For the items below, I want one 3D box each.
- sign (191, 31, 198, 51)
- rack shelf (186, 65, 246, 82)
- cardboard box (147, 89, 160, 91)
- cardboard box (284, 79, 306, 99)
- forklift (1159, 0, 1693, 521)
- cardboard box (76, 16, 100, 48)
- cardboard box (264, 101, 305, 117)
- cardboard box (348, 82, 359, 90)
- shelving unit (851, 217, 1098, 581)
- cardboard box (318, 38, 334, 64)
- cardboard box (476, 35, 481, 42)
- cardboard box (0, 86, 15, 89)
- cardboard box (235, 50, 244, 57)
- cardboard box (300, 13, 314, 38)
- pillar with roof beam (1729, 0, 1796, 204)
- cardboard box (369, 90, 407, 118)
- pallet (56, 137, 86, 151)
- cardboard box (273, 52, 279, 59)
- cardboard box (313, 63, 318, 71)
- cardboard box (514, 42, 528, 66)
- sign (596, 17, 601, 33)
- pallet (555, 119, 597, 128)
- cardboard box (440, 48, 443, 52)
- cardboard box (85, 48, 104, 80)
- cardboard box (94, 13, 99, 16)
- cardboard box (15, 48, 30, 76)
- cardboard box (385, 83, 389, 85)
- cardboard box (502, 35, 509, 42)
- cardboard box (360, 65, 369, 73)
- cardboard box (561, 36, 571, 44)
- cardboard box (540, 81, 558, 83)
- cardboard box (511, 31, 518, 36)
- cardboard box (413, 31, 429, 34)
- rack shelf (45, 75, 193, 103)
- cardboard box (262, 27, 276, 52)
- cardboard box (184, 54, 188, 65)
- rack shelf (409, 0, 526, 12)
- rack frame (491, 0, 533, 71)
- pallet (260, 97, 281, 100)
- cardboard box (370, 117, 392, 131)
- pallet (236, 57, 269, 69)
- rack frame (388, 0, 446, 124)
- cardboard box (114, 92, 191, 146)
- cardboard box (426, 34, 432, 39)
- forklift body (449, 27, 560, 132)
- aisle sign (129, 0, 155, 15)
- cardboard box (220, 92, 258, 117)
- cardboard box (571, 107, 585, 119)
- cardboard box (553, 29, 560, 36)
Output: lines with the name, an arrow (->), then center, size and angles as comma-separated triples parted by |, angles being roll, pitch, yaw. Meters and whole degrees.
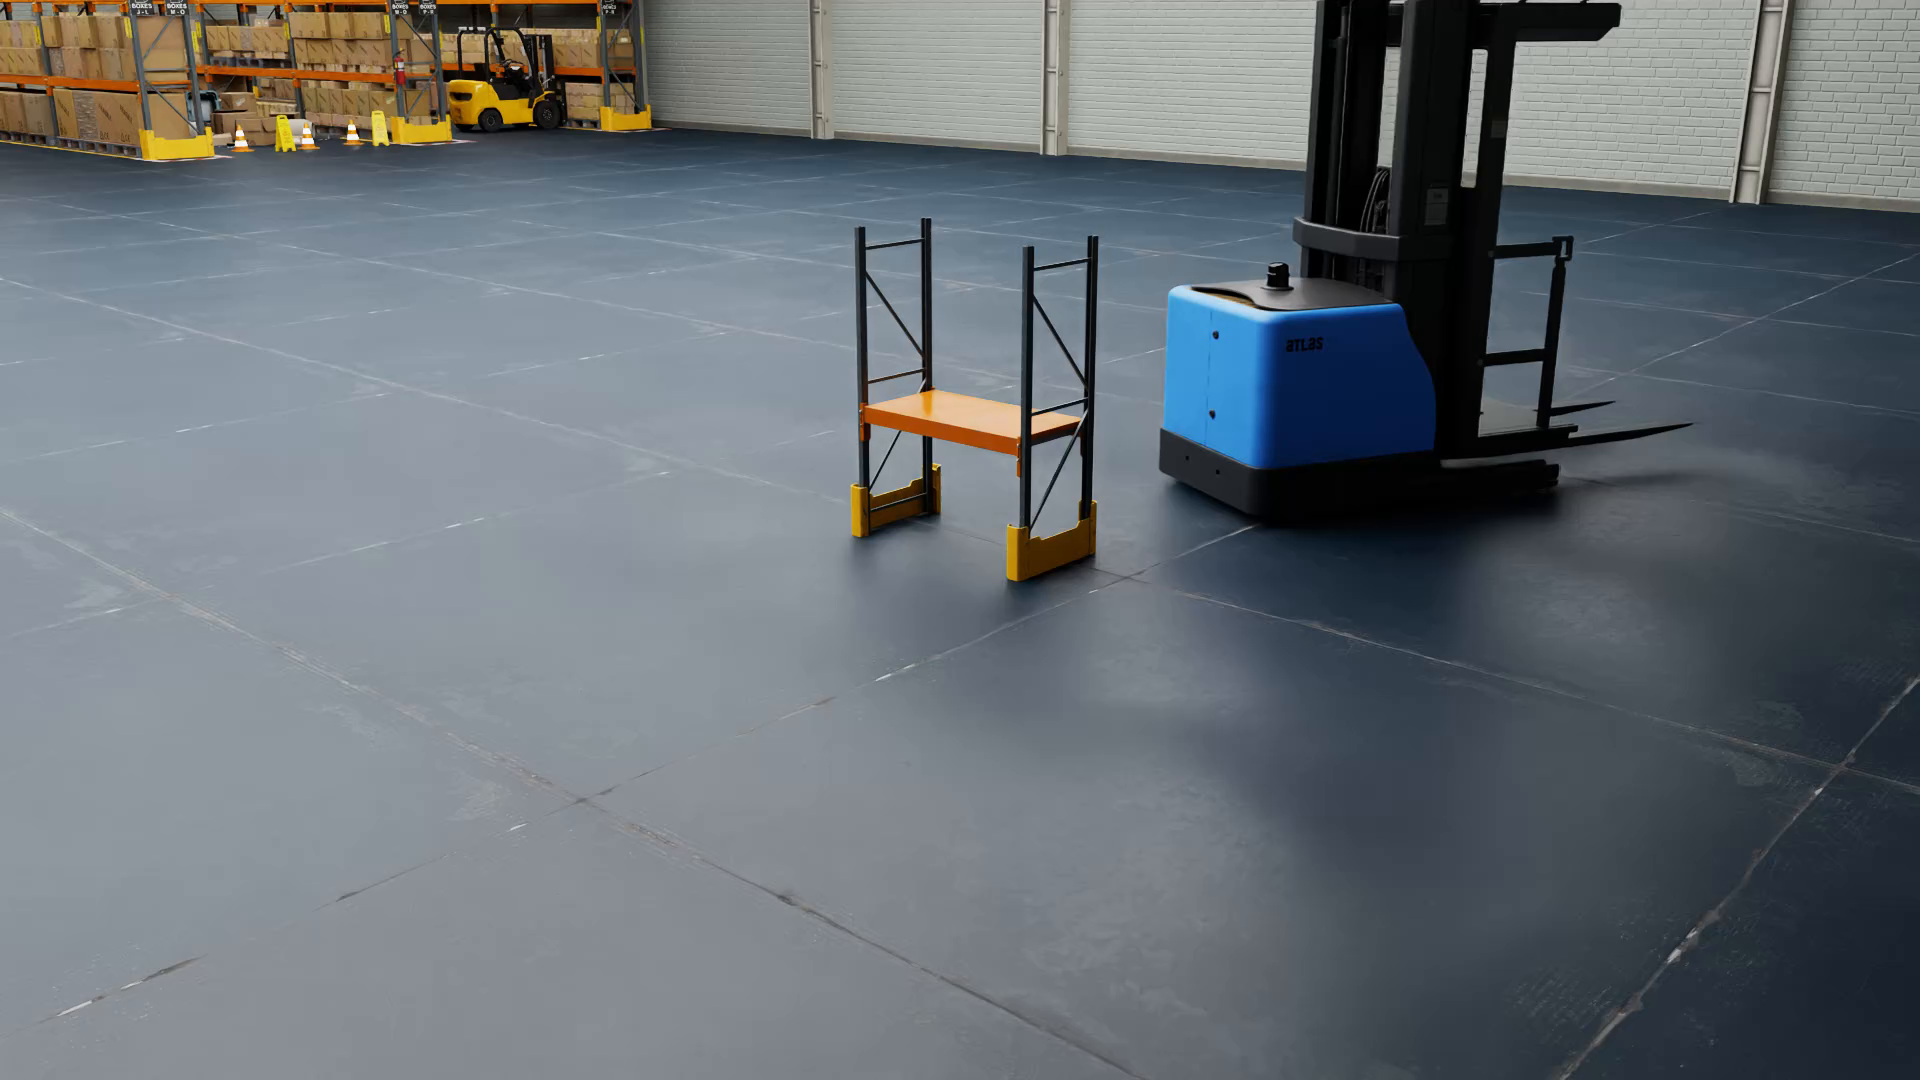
sign -> -13.486, -8.791, 29.290 | 0.005, 0.325, 0.100 | 15, 23, 39
rack shelf -> -18.128, -11.021, 39.069 | 4.000, 0.370, 1.077 | 15, 23, 39
cardboard box -> -19.107, -10.846, 40.148 | 0.875, 0.875, 0.875 | 16, 24, 41
cardboard box -> -17.987, -12.248, 45.183 | 0.500, 0.500, 0.500 | 16, 23, 40
forklift -> 2.652, -1.762, 8.819 | 3.031, 2.935, 1.130 | -7, 19, -22
cardboard box -> -15.394, -9.195, 30.093 | 0.500, 0.550, 0.875 | 15, 23, 39
cardboard box -> -14.574, -9.355, 36.281 | 0.950, 0.372, 0.625 | -17, 24, -42
cardboard box -> -12.122, -9.177, 33.609 | 0.250, 0.149, 0.380 | 16, 24, 42
shelving unit -> 0.057, -0.700, 7.837 | 1.083, 1.500, 0.587 | 15, 23, 39
cardboard box -> -12.738, -9.998, 33.999 | 0.500, 0.500, 0.500 | 15, 23, 39
cardboard box -> -11.104, -11.767, 38.992 | 0.250, 0.149, 0.380 | 15, 23, 39
cardboard box -> -20.197, -9.381, 34.912 | 0.500, 0.250, 0.500 | 14, 22, 37
cardboard box -> -15.725, -10.715, 36.637 | 0.380, 0.149, 0.250 | -17, 24, -42
cardboard box -> -13.088, -10.580, 34.181 | 0.500, 0.500, 0.700 | 15, 23, 40
pillar with roof beam -> 7.814, -7.890, 18.097 | 0.400, 9.000, 9.100 | 15, 23, 39
cardboard box -> -11.421, -8.705, 33.193 | 0.500, 0.500, 0.500 | 15, 23, 40
pallet -> -16.334, -7.519, 31.456 | 1.213, 0.211, 1.003 | 15, 23, 39
cardboard box -> -14.394, -10.337, 35.447 | 0.250, 0.149, 0.380 | 14, 22, 38
cardboard box -> -13.175, -9.818, 34.505 | 0.250, 0.149, 0.380 | 15, 23, 39
cardboard box -> -9.789, -11.082, 37.905 | 0.500, 0.500, 0.500 | 16, 23, 40
sign -> -7.727, -11.025, 35.585 | 0.005, 0.325, 0.100 | 15, 23, 39
pallet -> -8.865, -9.540, 37.822 | 1.213, 0.211, 1.003 | 15, 23, 39
cardboard box -> -12.417, -11.899, 40.066 | 0.500, 0.250, 0.500 | 14, 23, 38
cardboard box -> -15.351, -8.695, 30.302 | 0.500, 0.550, 0.875 | 15, 23, 39
cardboard box -> -20.980, -12.860, 40.783 | 0.250, 0.149, 0.380 | 14, 23, 38
cardboard box -> -17.796, -9.212, 32.015 | 0.500, 0.500, 0.500 | 15, 23, 39
cardboard box -> -14.270, -11.556, 41.933 | 0.250, 0.149, 0.380 | 14, 22, 37
cardboard box -> -10.285, -11.516, 38.203 | 0.250, 0.149, 0.380 | 15, 23, 38
cardboard box -> -11.724, -9.390, 33.156 | 0.250, 0.149, 0.380 | 16, 23, 40
cardboard box -> -8.575, -11.049, 36.729 | 0.250, 0.149, 0.380 | 14, 22, 38
cardboard box -> -9.439, -10.279, 37.739 | 0.500, 0.250, 0.500 | 16, 24, 41
cardboard box -> -10.040, -11.622, 38.045 | 0.250, 0.149, 0.380 | 15, 23, 40
cardboard box -> -13.621, -12.473, 41.594 | 0.500, 0.500, 0.500 | 16, 24, 42
rack shelf -> -15.355, -8.274, 30.415 | 4.000, 0.370, 1.077 | 15, 23, 39
cardboard box -> -14.510, -10.689, 35.482 | 0.500, 0.500, 0.500 | 15, 23, 40
cardboard box -> -17.575, -11.033, 38.164 | 0.500, 0.250, 0.500 | 16, 23, 40
rack shelf -> -11.844, -12.771, 39.626 | 4.000, 0.370, 1.077 | 15, 23, 39
rack frame -> -10.348, -11.283, 38.705 | 0.127, 3.000, 1.000 | 15, 23, 39
pallet -> -18.670, -12.188, 46.167 | 1.213, 0.211, 1.003 | 15, 23, 39
cardboard box -> -11.450, -8.352, 33.321 | 0.500, 0.250, 0.500 | 15, 23, 39
pallet -> -15.124, -10.483, 36.501 | 1.213, 0.211, 1.003 | 15, 23, 39
rack frame -> -10.649, -9.356, 32.633 | 0.127, 3.000, 1.000 | 15, 23, 39
cardboard box -> -14.410, -7.524, 29.680 | 0.875, 0.875, 0.875 | 15, 23, 40
cardboard box -> -12.684, -12.164, 40.242 | 0.250, 0.149, 0.380 | 15, 23, 40
forklift body -> -9.986, -10.043, 36.202 | 1.214, 2.155, 2.313 | 15, 23, 39
aisle sign -> -14.005, -9.373, 28.389 | 0.004, 0.787, 0.394 | 15, 23, 39
cardboard box -> -14.799, -8.920, 34.140 | 0.500, 0.500, 0.500 | 15, 23, 39
cardboard box -> -8.283, -9.494, 36.920 | 0.500, 0.250, 0.500 | 15, 23, 39
cardboard box -> -8.786, -11.236, 36.829 | 0.250, 0.149, 0.380 | 16, 23, 40
